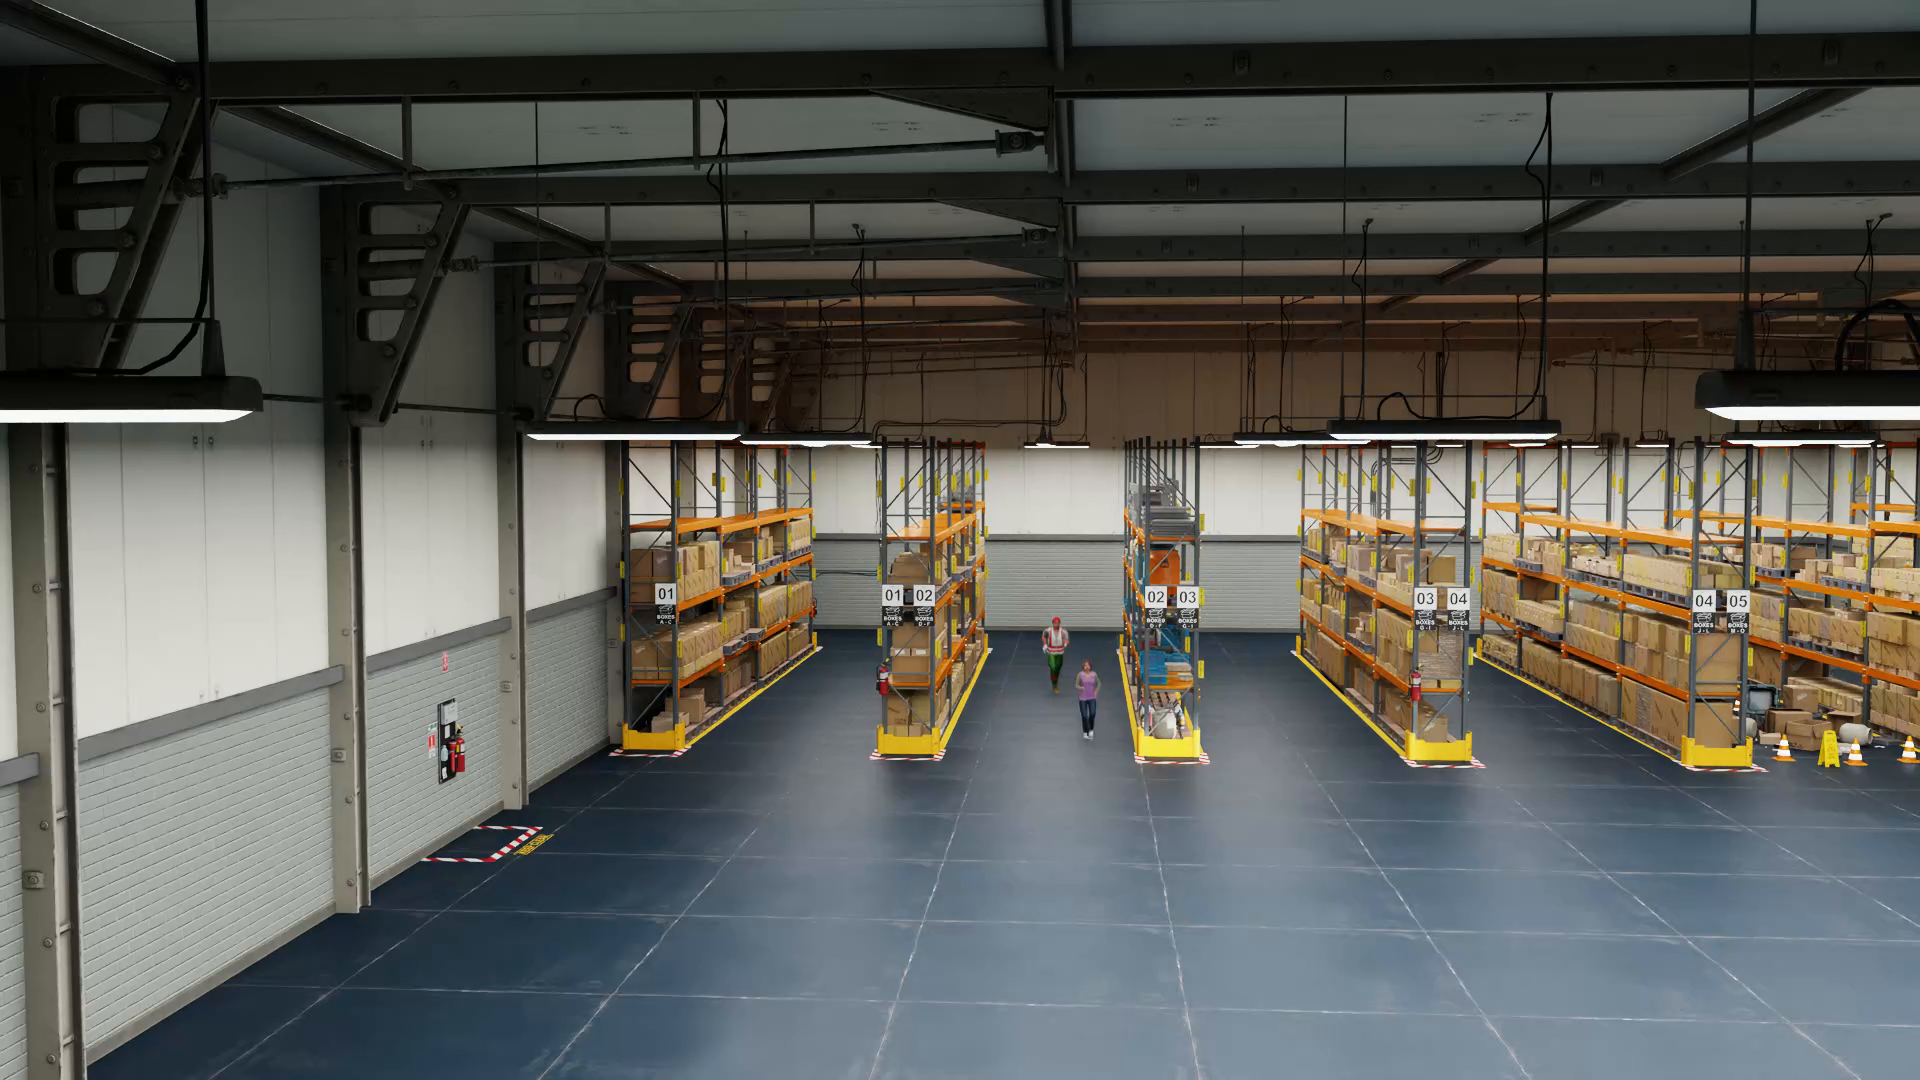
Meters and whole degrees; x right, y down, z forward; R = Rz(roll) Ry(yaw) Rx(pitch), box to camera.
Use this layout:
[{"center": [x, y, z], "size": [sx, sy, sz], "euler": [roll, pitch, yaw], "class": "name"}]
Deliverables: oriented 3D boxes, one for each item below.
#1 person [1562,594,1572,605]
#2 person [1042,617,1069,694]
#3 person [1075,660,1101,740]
[{"center": [17.354, 2.346, 47.553], "size": [0.856, 1.645, 0.609], "euler": [0, 3, 5], "class": "person"}, {"center": [2.279, 2.711, 39.567], "size": [0.597, 1.804, 0.967], "euler": [0, 3, -9], "class": "person"}, {"center": [2.529, 3.168, 32.855], "size": [0.516, 1.588, 0.608], "euler": [0, 3, 2], "class": "person"}]
